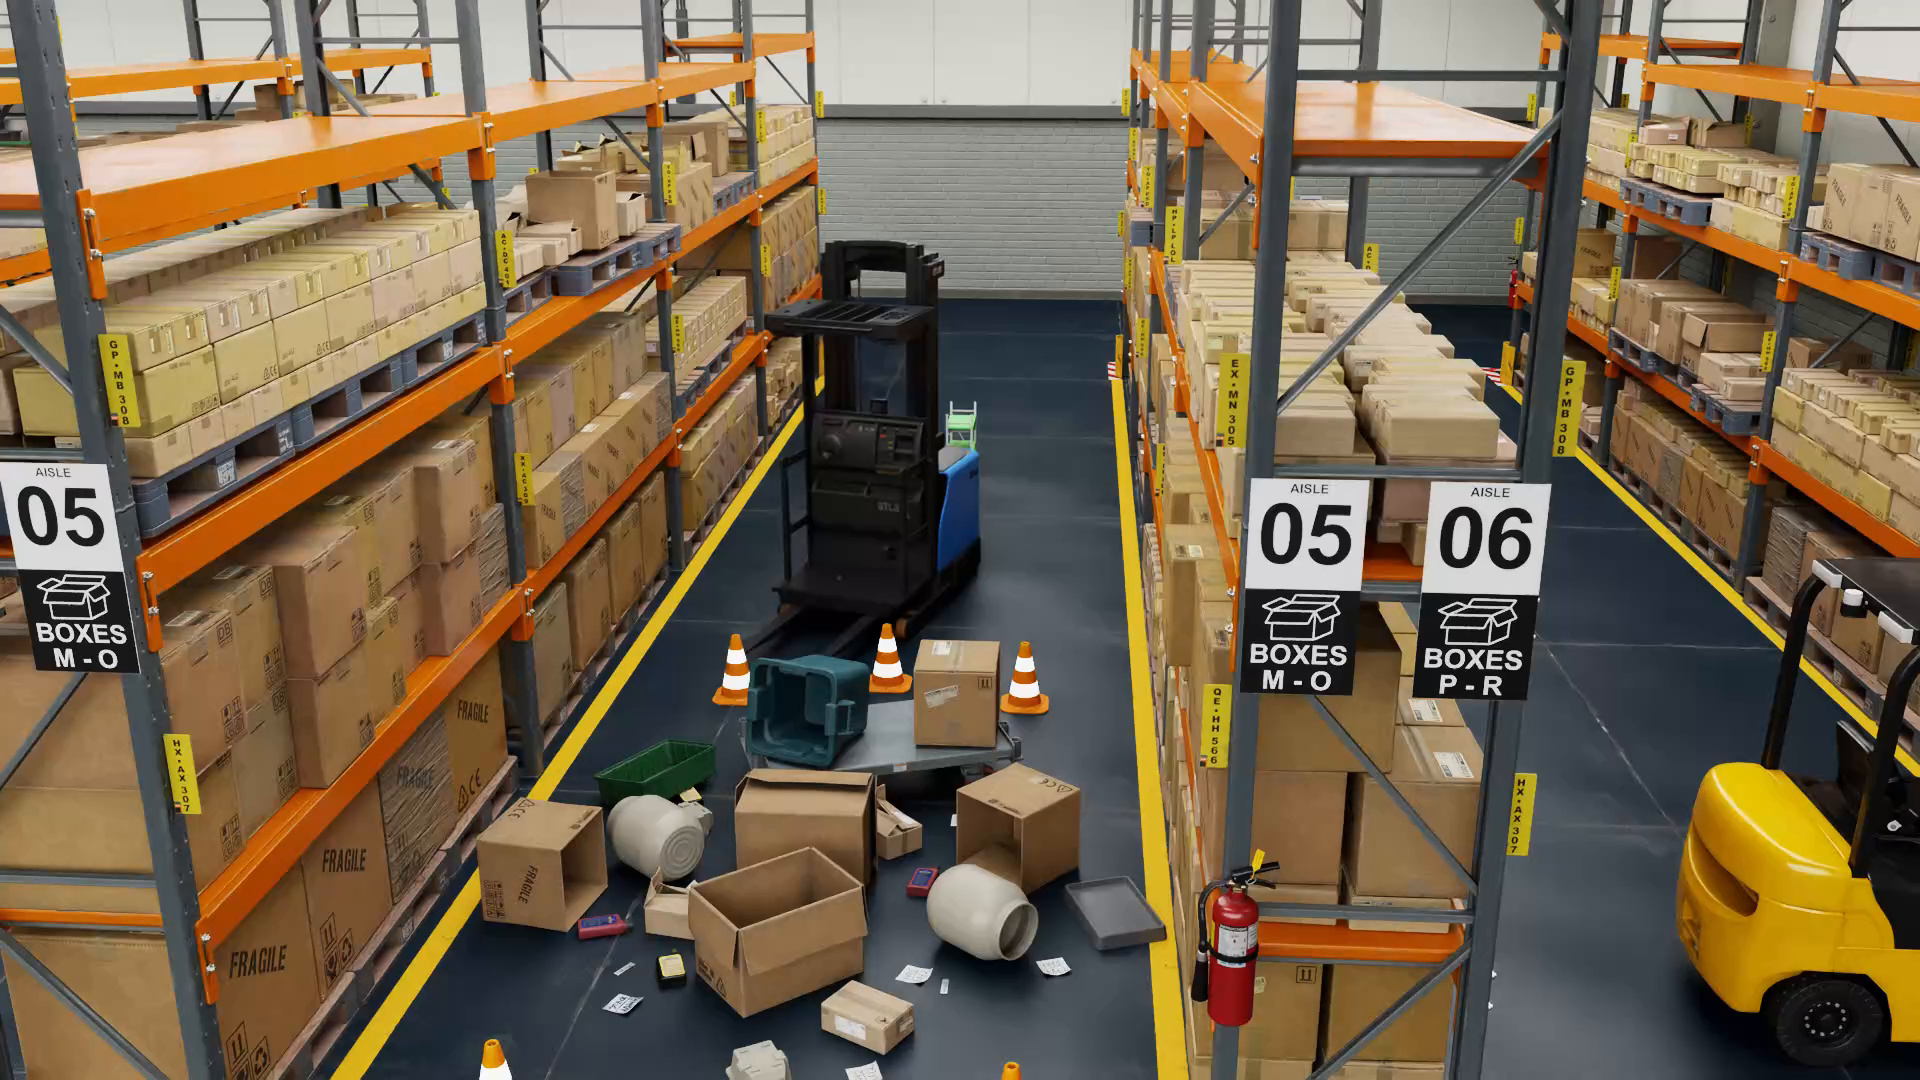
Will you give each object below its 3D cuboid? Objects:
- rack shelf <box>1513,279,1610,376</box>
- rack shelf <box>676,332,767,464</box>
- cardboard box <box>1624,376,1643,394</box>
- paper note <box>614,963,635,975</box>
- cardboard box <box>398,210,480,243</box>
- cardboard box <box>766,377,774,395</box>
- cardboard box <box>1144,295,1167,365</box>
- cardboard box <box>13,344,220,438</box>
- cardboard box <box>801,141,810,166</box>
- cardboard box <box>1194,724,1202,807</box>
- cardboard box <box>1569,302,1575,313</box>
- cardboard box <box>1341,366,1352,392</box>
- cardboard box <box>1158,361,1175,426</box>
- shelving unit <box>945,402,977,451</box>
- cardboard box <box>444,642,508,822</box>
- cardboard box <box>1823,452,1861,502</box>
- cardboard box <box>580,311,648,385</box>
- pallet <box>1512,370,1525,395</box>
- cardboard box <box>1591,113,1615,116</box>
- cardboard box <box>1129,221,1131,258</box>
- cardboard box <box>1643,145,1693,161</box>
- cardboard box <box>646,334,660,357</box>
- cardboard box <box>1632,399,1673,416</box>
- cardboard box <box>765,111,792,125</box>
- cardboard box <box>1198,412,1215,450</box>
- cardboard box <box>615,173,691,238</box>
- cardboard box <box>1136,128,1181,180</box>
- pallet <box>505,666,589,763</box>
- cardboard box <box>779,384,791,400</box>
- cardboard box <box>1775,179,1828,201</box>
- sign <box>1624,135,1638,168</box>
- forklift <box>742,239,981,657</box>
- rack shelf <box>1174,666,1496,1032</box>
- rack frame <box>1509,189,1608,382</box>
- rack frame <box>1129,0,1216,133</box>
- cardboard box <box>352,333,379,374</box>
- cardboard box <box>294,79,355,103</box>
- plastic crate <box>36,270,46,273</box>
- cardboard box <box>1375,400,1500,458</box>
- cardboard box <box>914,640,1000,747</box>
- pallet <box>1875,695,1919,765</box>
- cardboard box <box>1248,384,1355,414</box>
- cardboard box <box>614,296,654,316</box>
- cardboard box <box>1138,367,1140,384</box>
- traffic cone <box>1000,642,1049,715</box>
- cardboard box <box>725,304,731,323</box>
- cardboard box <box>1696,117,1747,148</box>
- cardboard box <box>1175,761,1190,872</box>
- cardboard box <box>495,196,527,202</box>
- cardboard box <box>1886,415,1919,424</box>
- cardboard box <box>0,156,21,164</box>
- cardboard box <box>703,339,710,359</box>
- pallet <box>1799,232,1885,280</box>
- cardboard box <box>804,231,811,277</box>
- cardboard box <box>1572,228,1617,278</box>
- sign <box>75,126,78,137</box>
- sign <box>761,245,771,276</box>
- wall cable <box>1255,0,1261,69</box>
[{"bbox_3d":[7.431,-2.504,19.230,1.077,0.370,4.000,1,18,4],"label":"rack shelf"},{"bbox_3d":[-2.751,-1.451,16.015,1.077,0.370,4.000,1,18,4],"label":"rack shelf"},{"bbox_3d":[7.057,-1.579,17.073,0.380,0.149,0.250,1,18,3],"label":"cardboard box"},{"bbox_3d":[-1.720,2.198,8.525,0.032,0.001,0.123,12,22,32],"label":"paper note"},{"bbox_3d":[-2.889,-1.740,9.214,0.380,0.149,0.250,1,18,3],"label":"cardboard box"},{"bbox_3d":[-2.297,-1.728,18.654,0.380,0.149,0.250,2,18,7],"label":"cardboard box"},{"bbox_3d":[1.826,-1.781,14.103,0.500,0.500,0.500,1,18,2],"label":"cardboard box"},{"bbox_3d":[-3.177,-0.573,6.294,0.500,0.250,0.500,1,18,4],"label":"cardboard box"},{"bbox_3d":[-2.119,-4.704,20.213,0.500,0.250,0.500,1,18,4],"label":"cardboard box"},{"bbox_3d":[1.281,0.873,7.129,0.500,0.500,0.500,1,18,4],"label":"cardboard box"},{"bbox_3d":[7.187,-2.689,19.043,0.380,0.149,0.250,1,18,4],"label":"cardboard box"},{"bbox_3d":[1.837,-0.571,7.120,0.500,0.250,0.500,2,18,6],"label":"cardboard box"},{"bbox_3d":[1.725,-1.019,12.230,0.500,0.500,0.500,2,18,5],"label":"cardboard box"},{"bbox_3d":[0.012,-0.622,15.220,0.258,1.200,0.503,1,18,4],"label":"shelving unit"},{"bbox_3d":[-3.296,1.075,9.890,0.875,0.875,0.875,2,18,5],"label":"cardboard box"},{"bbox_3d":[6.655,-0.463,12.086,0.500,0.250,0.500,1,18,2],"label":"cardboard box"},{"bbox_3d":[-2.936,-1.555,13.411,0.700,0.500,0.500,1,18,4],"label":"cardboard box"},{"bbox_3d":[7.513,-1.871,20.621,1.003,0.211,1.213,1,18,4],"label":"pallet"},{"bbox_3d":[7.215,-4.754,19.085,0.500,0.250,0.500,1,18,3],"label":"cardboard box"},{"bbox_3d":[2.167,-3.326,18.816,0.500,0.500,0.500,2,18,5],"label":"cardboard box"},{"bbox_3d":[6.881,-3.752,16.157,0.380,0.149,0.250,2,18,5],"label":"cardboard box"},{"bbox_3d":[-2.668,-1.675,14.317,0.380,0.149,0.250,1,18,4],"label":"cardboard box"},{"bbox_3d":[7.054,-1.352,16.856,0.380,0.149,0.250,1,18,2],"label":"cardboard box"},{"bbox_3d":[-2.175,-4.930,19.460,0.380,0.149,0.250,2,18,5],"label":"cardboard box"},{"bbox_3d":[1.289,-0.509,7.571,0.380,0.149,0.250,1,18,3],"label":"cardboard box"},{"bbox_3d":[-2.588,-2.816,14.048,0.500,0.500,0.500,1,18,4],"label":"cardboard box"},{"bbox_3d":[1.985,-3.740,16.194,0.500,0.500,0.500,1,18,3],"label":"cardboard box"},{"bbox_3d":[-3.201,1.155,11.387,1.003,0.211,1.213,1,18,4],"label":"pallet"},{"bbox_3d":[-2.209,-1.768,19.733,0.380,0.149,0.250,1,18,2],"label":"cardboard box"},{"bbox_3d":[6.731,-2.781,13.225,0.380,0.149,0.250,2,18,6],"label":"cardboard box"},{"bbox_3d":[6.746,-3.906,16.705,0.100,0.325,0.005,1,18,4],"label":"sign"},{"bbox_3d":[-0.805,-0.767,12.884,1.130,2.935,3.031,7,19,19],"label":"forklift"},{"bbox_3d":[1.620,1.113,8.191,1.077,0.370,4.000,1,18,4],"label":"rack shelf"},{"bbox_3d":[7.575,-3.467,21.014,1.000,3.000,0.127,1,18,4],"label":"rack frame"},{"bbox_3d":[2.624,-6.428,20.415,1.000,3.000,0.127,1,18,4],"label":"rack frame"},{"bbox_3d":[-2.997,-0.888,7.893,0.380,0.149,0.250,1,18,4],"label":"cardboard box"},{"bbox_3d":[-7.416,-5.247,19.429,0.500,0.250,0.500,1,18,2],"label":"cardboard box"},{"bbox_3d":[-12.079,-3.554,21.608,0.396,0.136,0.243,1,18,4],"label":"plastic crate"},{"bbox_3d":[1.706,-0.398,5.954,0.380,0.149,0.250,1,18,4],"label":"cardboard box"},{"bbox_3d":[-0.014,0.948,10.339,0.500,0.500,0.500,1,18,4],"label":"cardboard box"},{"bbox_3d":[6.729,1.355,10.775,1.003,0.211,1.213,1,18,4],"label":"pallet"},{"bbox_3d":[1.263,-0.483,6.214,0.380,0.149,0.250,2,18,5],"label":"cardboard box"},{"bbox_3d":[-3.186,-2.263,16.112,0.380,0.149,0.250,2,18,6],"label":"cardboard box"},{"bbox_3d":[1.901,-1.499,15.248,0.500,0.250,0.500,1,18,3],"label":"cardboard box"},{"bbox_3d":[0.456,0.939,11.640,0.336,0.463,0.334,1,18,4],"label":"traffic cone"},{"bbox_3d":[-2.493,-2.263,16.591,0.380,0.149,0.250,1,18,2],"label":"cardboard box"},{"bbox_3d":[7.349,-3.937,16.055,0.396,0.266,0.258,1,18,4],"label":"cardboard box"},{"bbox_3d":[1.386,1.406,8.680,0.500,0.500,0.500,2,18,7],"label":"cardboard box"},{"bbox_3d":[-3.202,-2.397,12.337,0.500,0.250,0.500,2,18,5],"label":"cardboard box"},{"bbox_3d":[6.680,-0.762,11.556,0.380,0.149,0.250,1,18,4],"label":"cardboard box"},{"bbox_3d":[-7.645,-2.711,12.925,0.500,0.500,0.500,1,18,4],"label":"cardboard box"},{"bbox_3d":[-2.568,-1.798,15.648,0.380,0.149,0.250,2,18,5],"label":"cardboard box"},{"bbox_3d":[7.042,-2.105,12.344,1.213,0.211,1.003,2,18,6],"label":"pallet"},{"bbox_3d":[-2.138,-3.540,20.597,0.500,0.500,0.500,1,18,3],"label":"cardboard box"},{"bbox_3d":[7.166,-3.293,19.041,0.500,0.500,0.500,2,18,5],"label":"cardboard box"},{"bbox_3d":[-11.651,-5.277,21.888,0.100,0.325,0.005,1,18,4],"label":"sign"},{"bbox_3d":[-2.054,-2.953,17.584,0.100,0.325,0.005,1,18,4],"label":"sign"},{"bbox_3d":[3.500,-8.183,25.771,2.355,3.000,0.029,1,18,4],"label":"wall cable"}]
